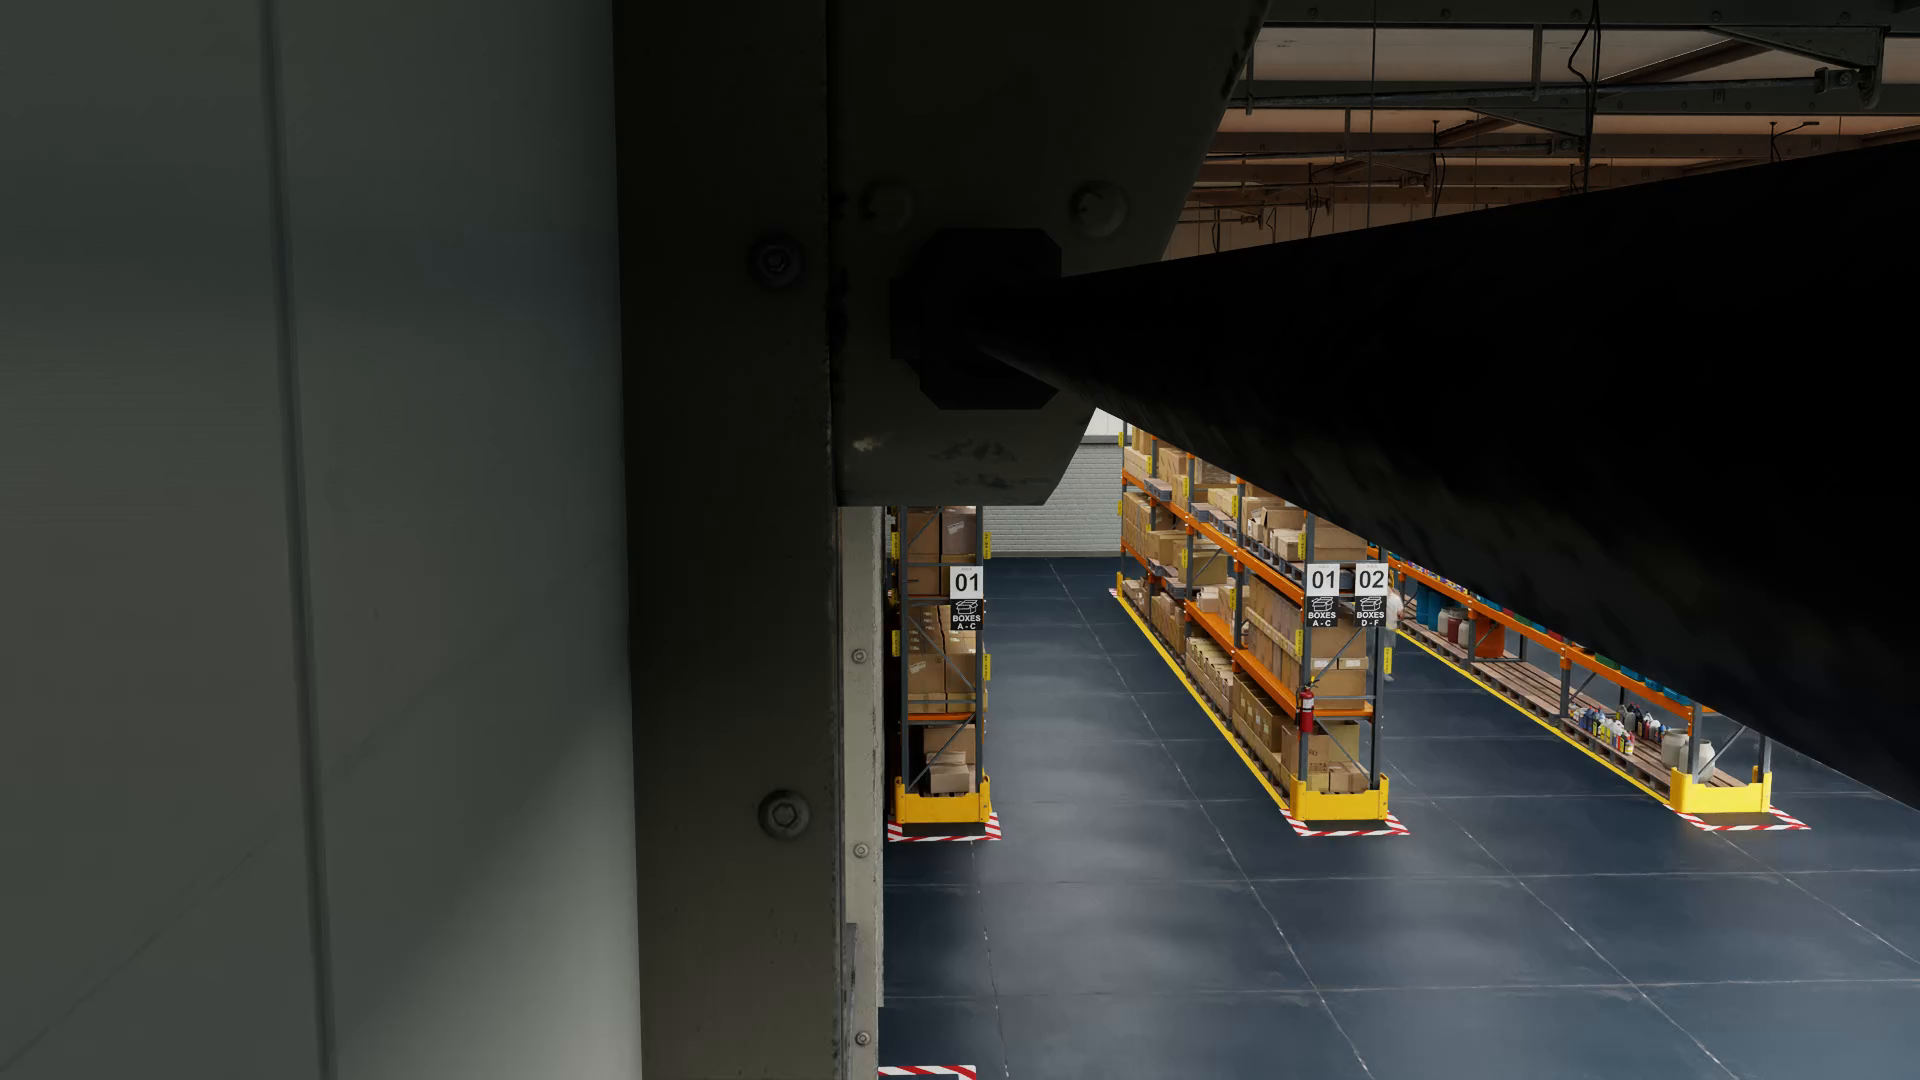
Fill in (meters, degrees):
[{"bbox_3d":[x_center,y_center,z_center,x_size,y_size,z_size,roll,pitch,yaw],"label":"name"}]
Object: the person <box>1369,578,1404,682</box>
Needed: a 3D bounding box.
[{"bbox_3d":[7.220,1.497,28.307,0.714,1.744,0.901,-2,8,-11],"label":"person"}]
